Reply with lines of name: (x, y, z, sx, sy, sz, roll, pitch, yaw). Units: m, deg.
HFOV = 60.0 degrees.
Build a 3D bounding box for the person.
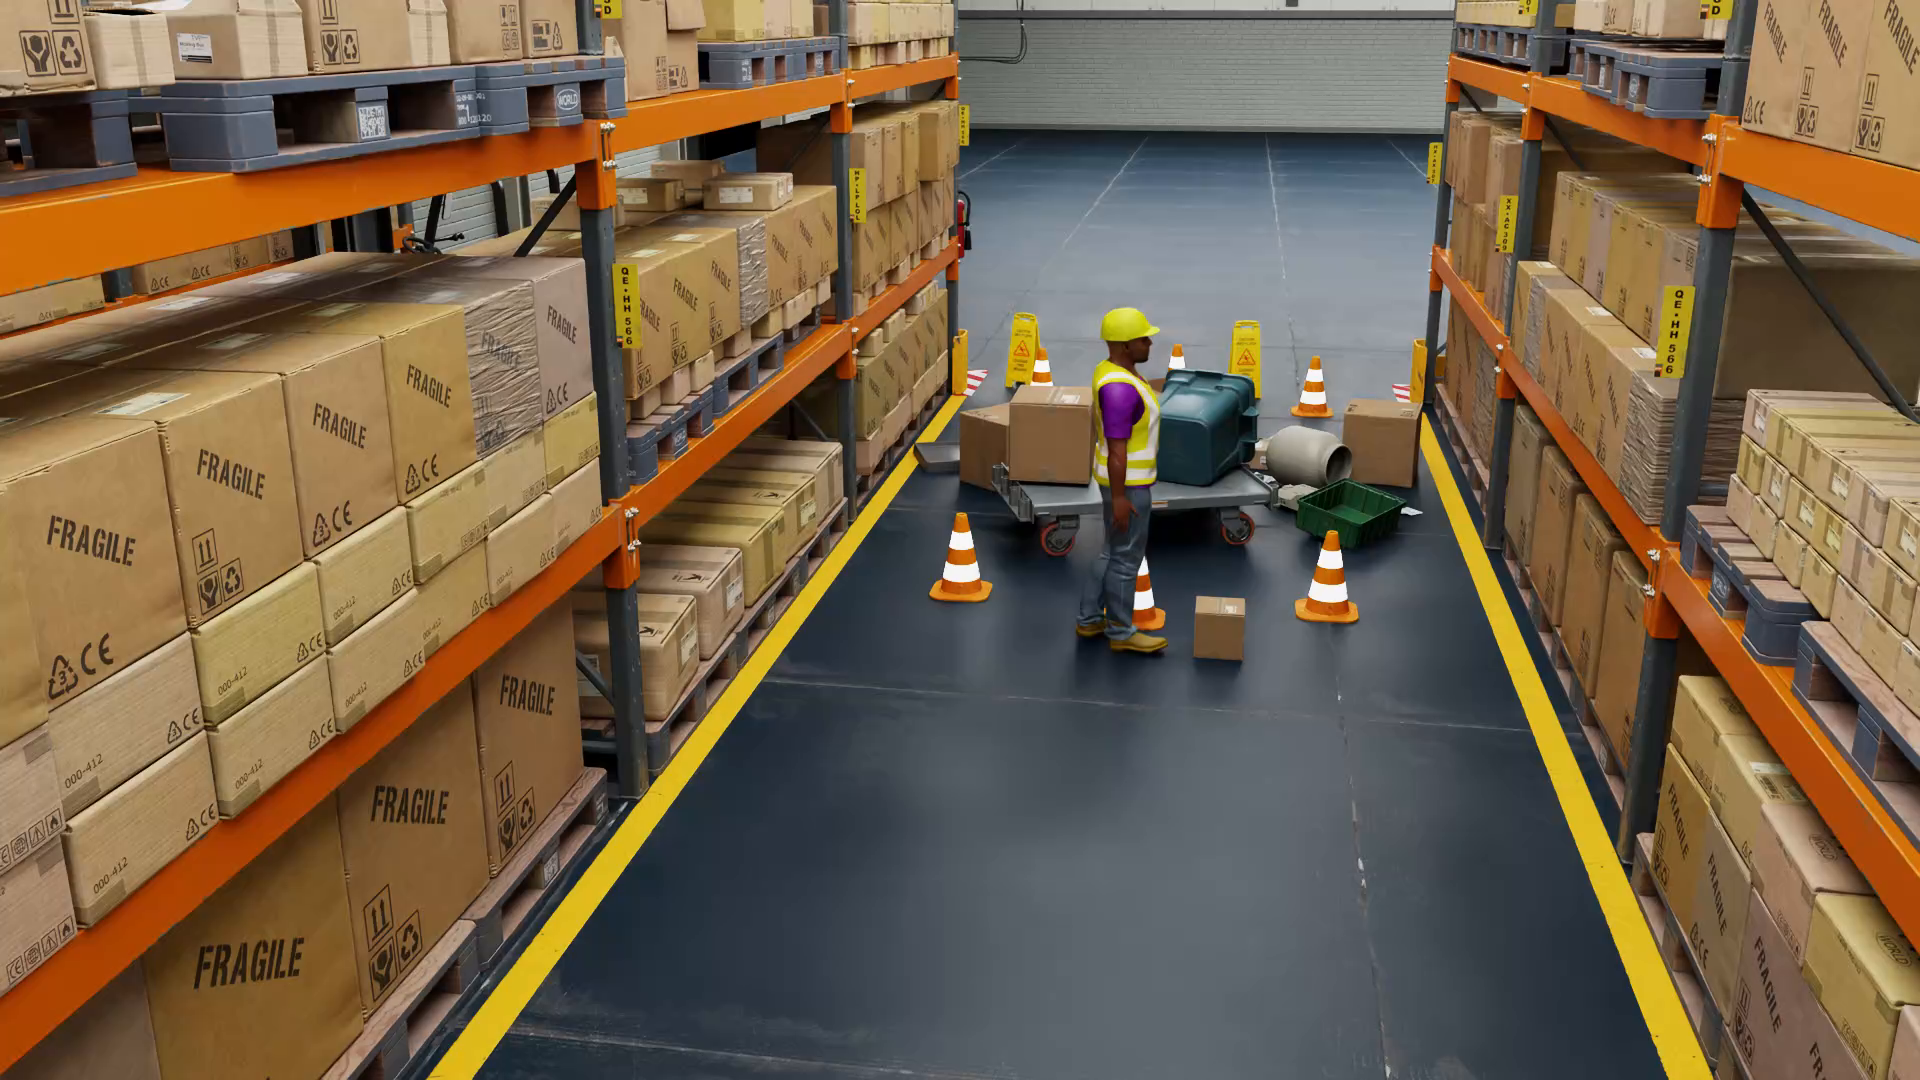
person: (0.840, -0.300, 8.421, 0.459, 1.770, 0.608, 0, 18, -1)
